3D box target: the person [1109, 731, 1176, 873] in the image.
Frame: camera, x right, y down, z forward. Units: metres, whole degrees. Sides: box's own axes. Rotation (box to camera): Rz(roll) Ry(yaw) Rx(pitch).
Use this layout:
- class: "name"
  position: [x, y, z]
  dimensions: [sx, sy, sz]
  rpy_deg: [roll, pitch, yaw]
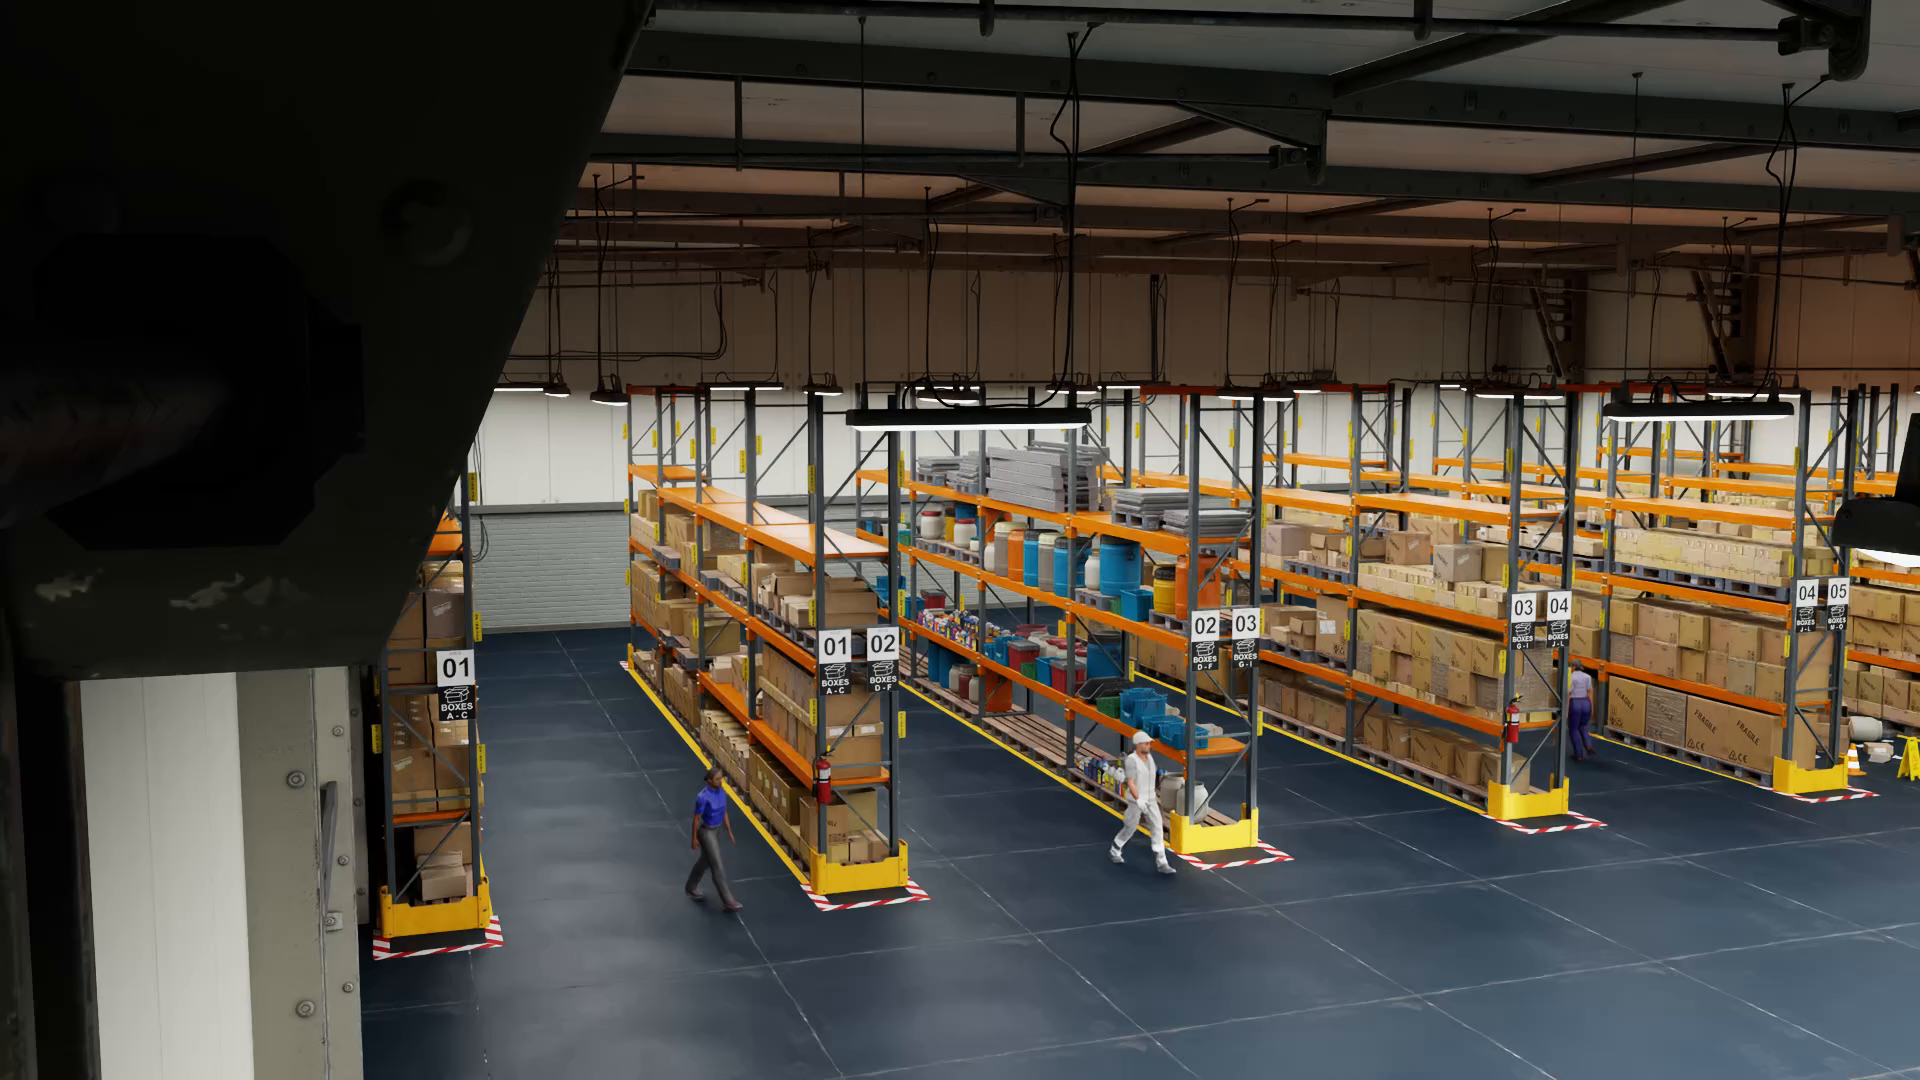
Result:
- class: "person"
  position: [2.322, 3.291, 20.958]
  dimensions: [0.552, 1.753, 0.993]
  rpy_deg: [-5, 8, -40]

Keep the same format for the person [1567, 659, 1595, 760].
- class: "person"
  position: [10.010, 2.738, 26.908]
  dimensions: [0.531, 1.634, 0.462]
  rpy_deg: [-1, 6, -10]

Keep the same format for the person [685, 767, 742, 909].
- class: "person"
  position: [-2.893, 3.482, 19.620]
  dimensions: [0.923, 1.609, 0.519]
  rpy_deg: [2, 6, 21]
